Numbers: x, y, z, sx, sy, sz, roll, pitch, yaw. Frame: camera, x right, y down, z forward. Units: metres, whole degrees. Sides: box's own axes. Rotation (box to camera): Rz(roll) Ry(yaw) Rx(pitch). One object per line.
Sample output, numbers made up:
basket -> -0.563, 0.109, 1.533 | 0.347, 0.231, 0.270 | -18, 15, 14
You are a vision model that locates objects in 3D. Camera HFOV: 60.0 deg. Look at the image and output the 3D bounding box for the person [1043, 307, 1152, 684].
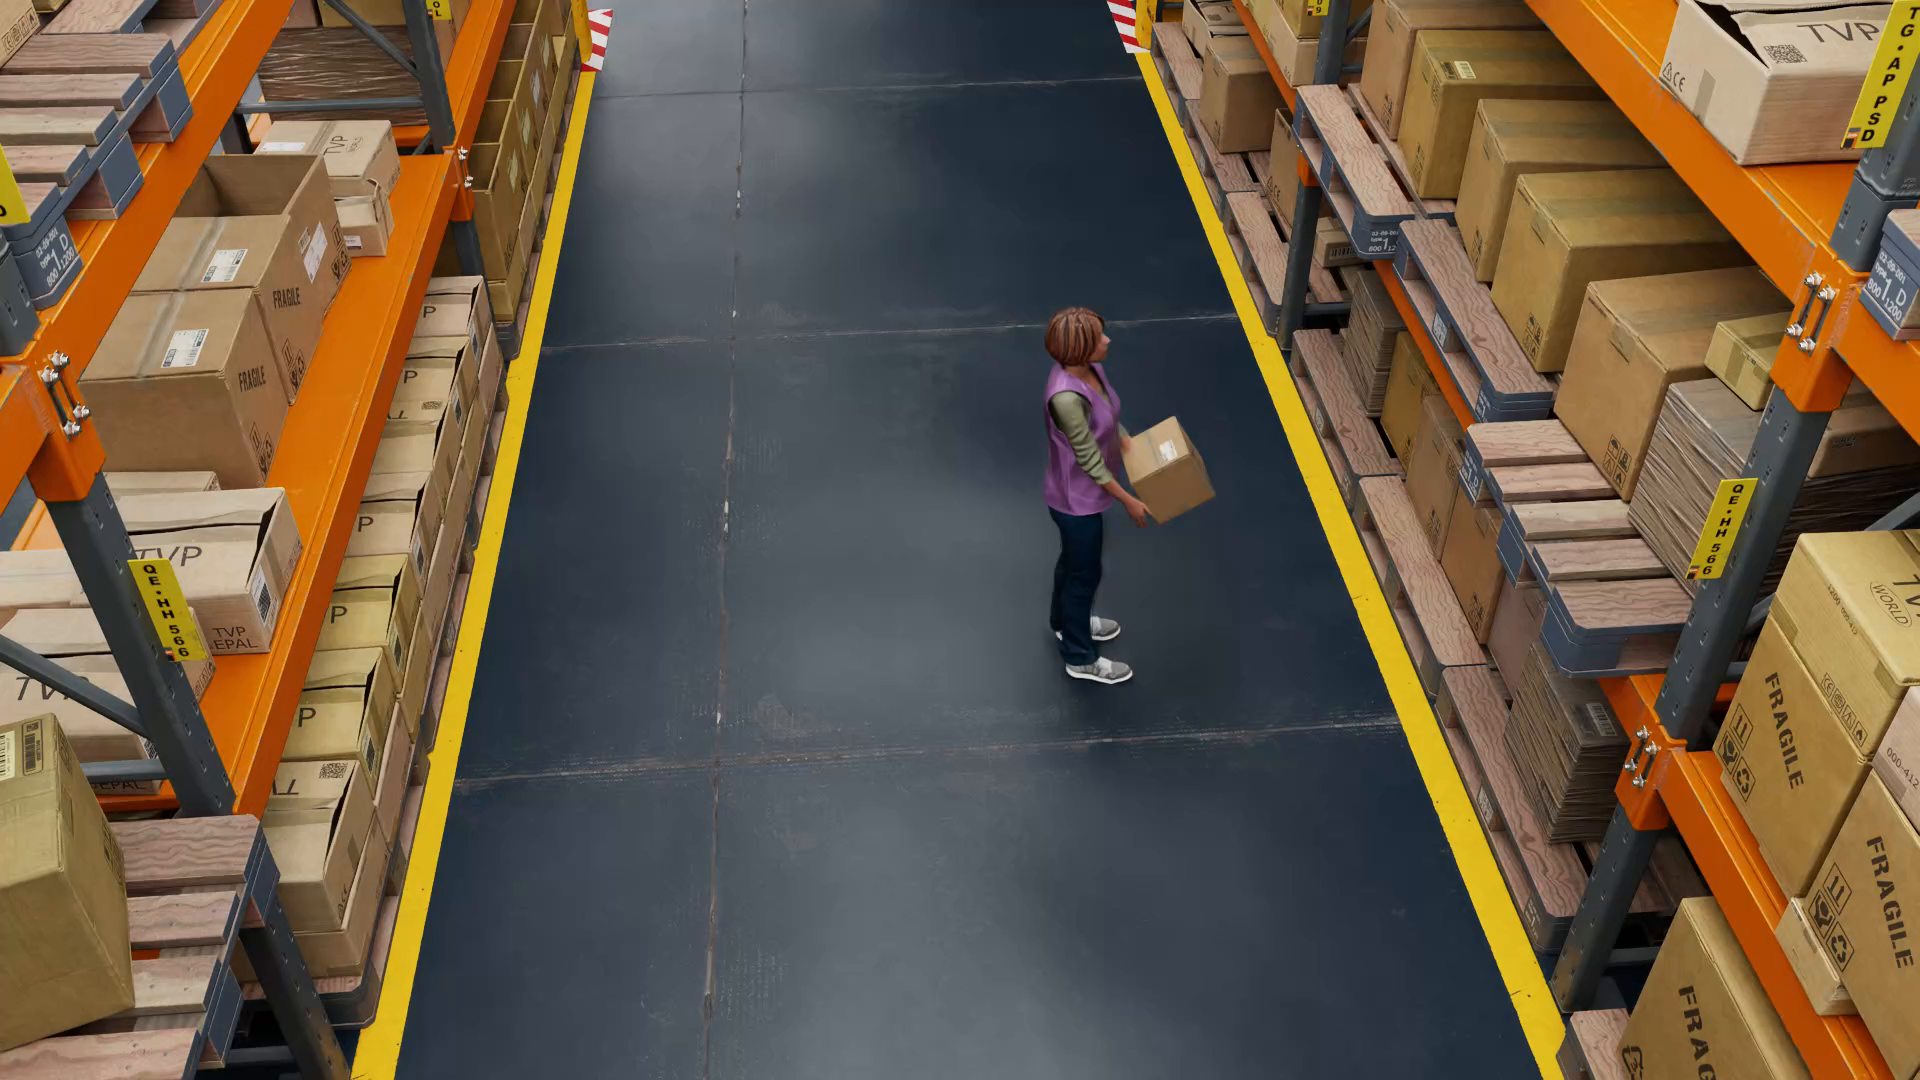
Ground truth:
person -> 0.526, -0.177, 6.371 | 0.449, 1.599, 0.434 | 7, 40, 9
